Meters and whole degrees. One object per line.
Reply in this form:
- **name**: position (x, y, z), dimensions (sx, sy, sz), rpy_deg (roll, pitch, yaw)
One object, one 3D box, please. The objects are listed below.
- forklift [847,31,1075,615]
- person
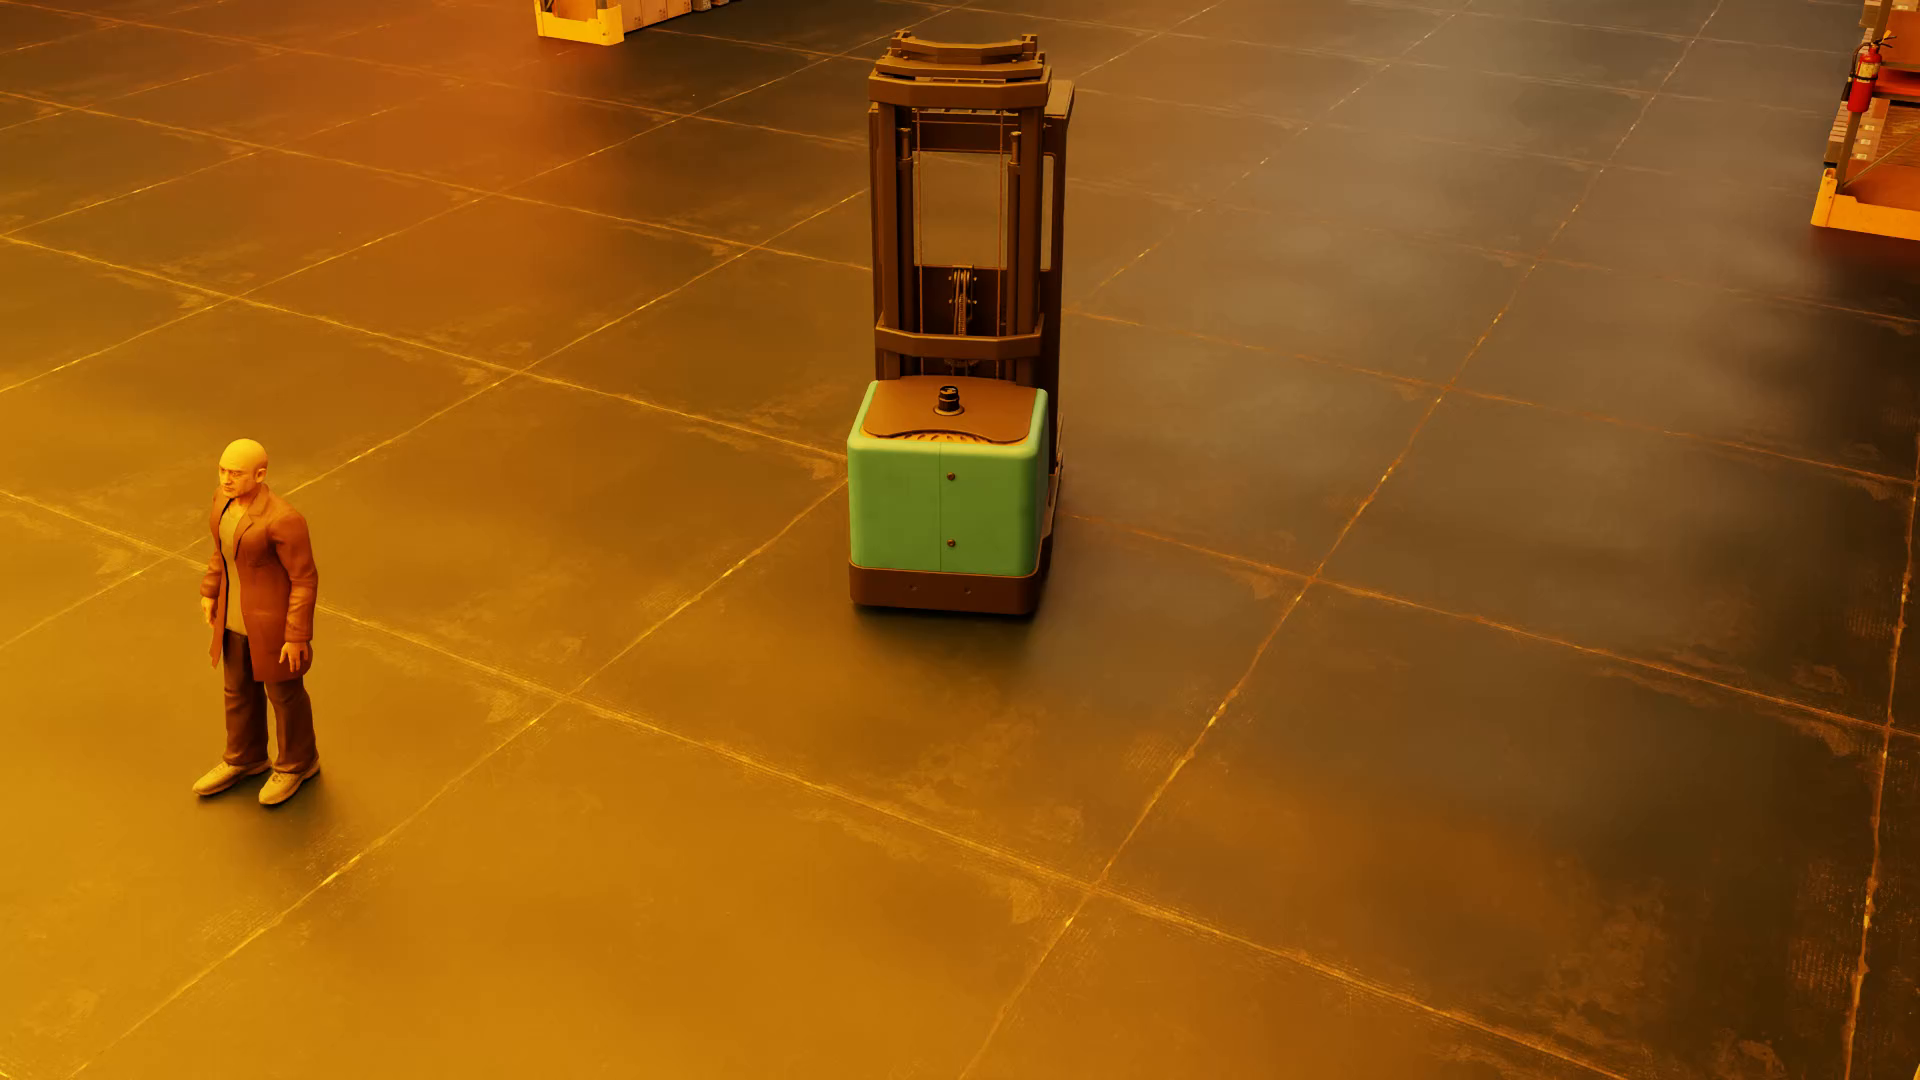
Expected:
- **forklift**: position (0.072, -1.572, 9.794), dimensions (1.130, 2.935, 3.031), rpy_deg (3, 30, 6)
- **person**: position (-3.228, 0.402, 7.515), dimensions (0.695, 1.775, 0.582), rpy_deg (17, 34, 27)
